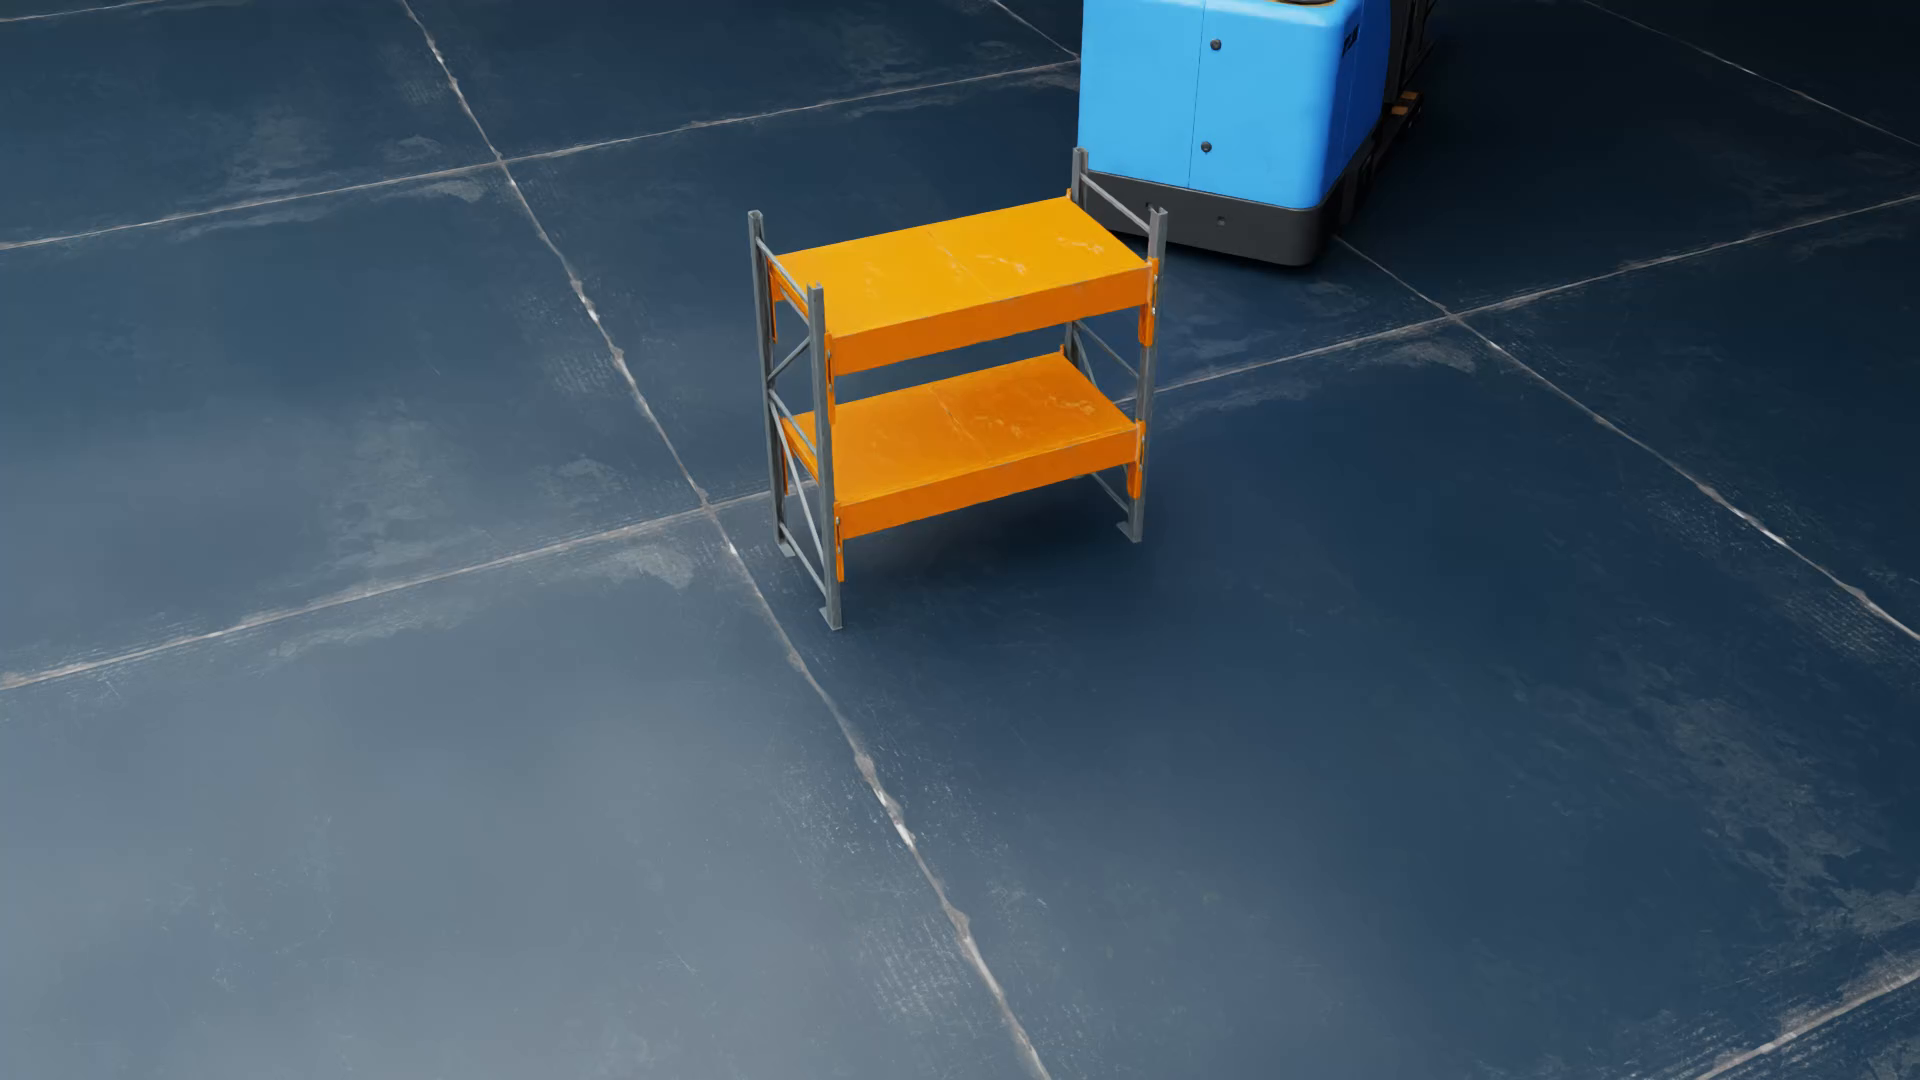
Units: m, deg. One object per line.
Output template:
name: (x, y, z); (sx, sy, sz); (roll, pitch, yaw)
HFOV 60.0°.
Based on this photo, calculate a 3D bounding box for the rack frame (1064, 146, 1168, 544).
rack frame: (0.454, -0.579, 5.086); (0.032, 1.125, 0.500); (-16, 39, -20)

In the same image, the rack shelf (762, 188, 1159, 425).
rack shelf: (-0.006, -0.685, 4.738); (1.000, 0.278, 0.538); (-16, 39, -20)

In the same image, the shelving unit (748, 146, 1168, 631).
shelving unit: (-0.006, -0.450, 4.913); (1.048, 1.125, 0.538); (-16, 39, -20)

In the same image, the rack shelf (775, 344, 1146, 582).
rack shelf: (-0.006, -0.254, 5.058); (1.000, 0.278, 0.538); (-16, 39, -20)

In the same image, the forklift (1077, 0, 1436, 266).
forklift: (1.549, -3.133, 7.014); (1.130, 2.935, 3.031); (16, 39, 20)

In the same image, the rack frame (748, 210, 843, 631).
rack frame: (-0.466, -0.321, 4.739); (0.032, 1.125, 0.500); (-16, 39, -20)
